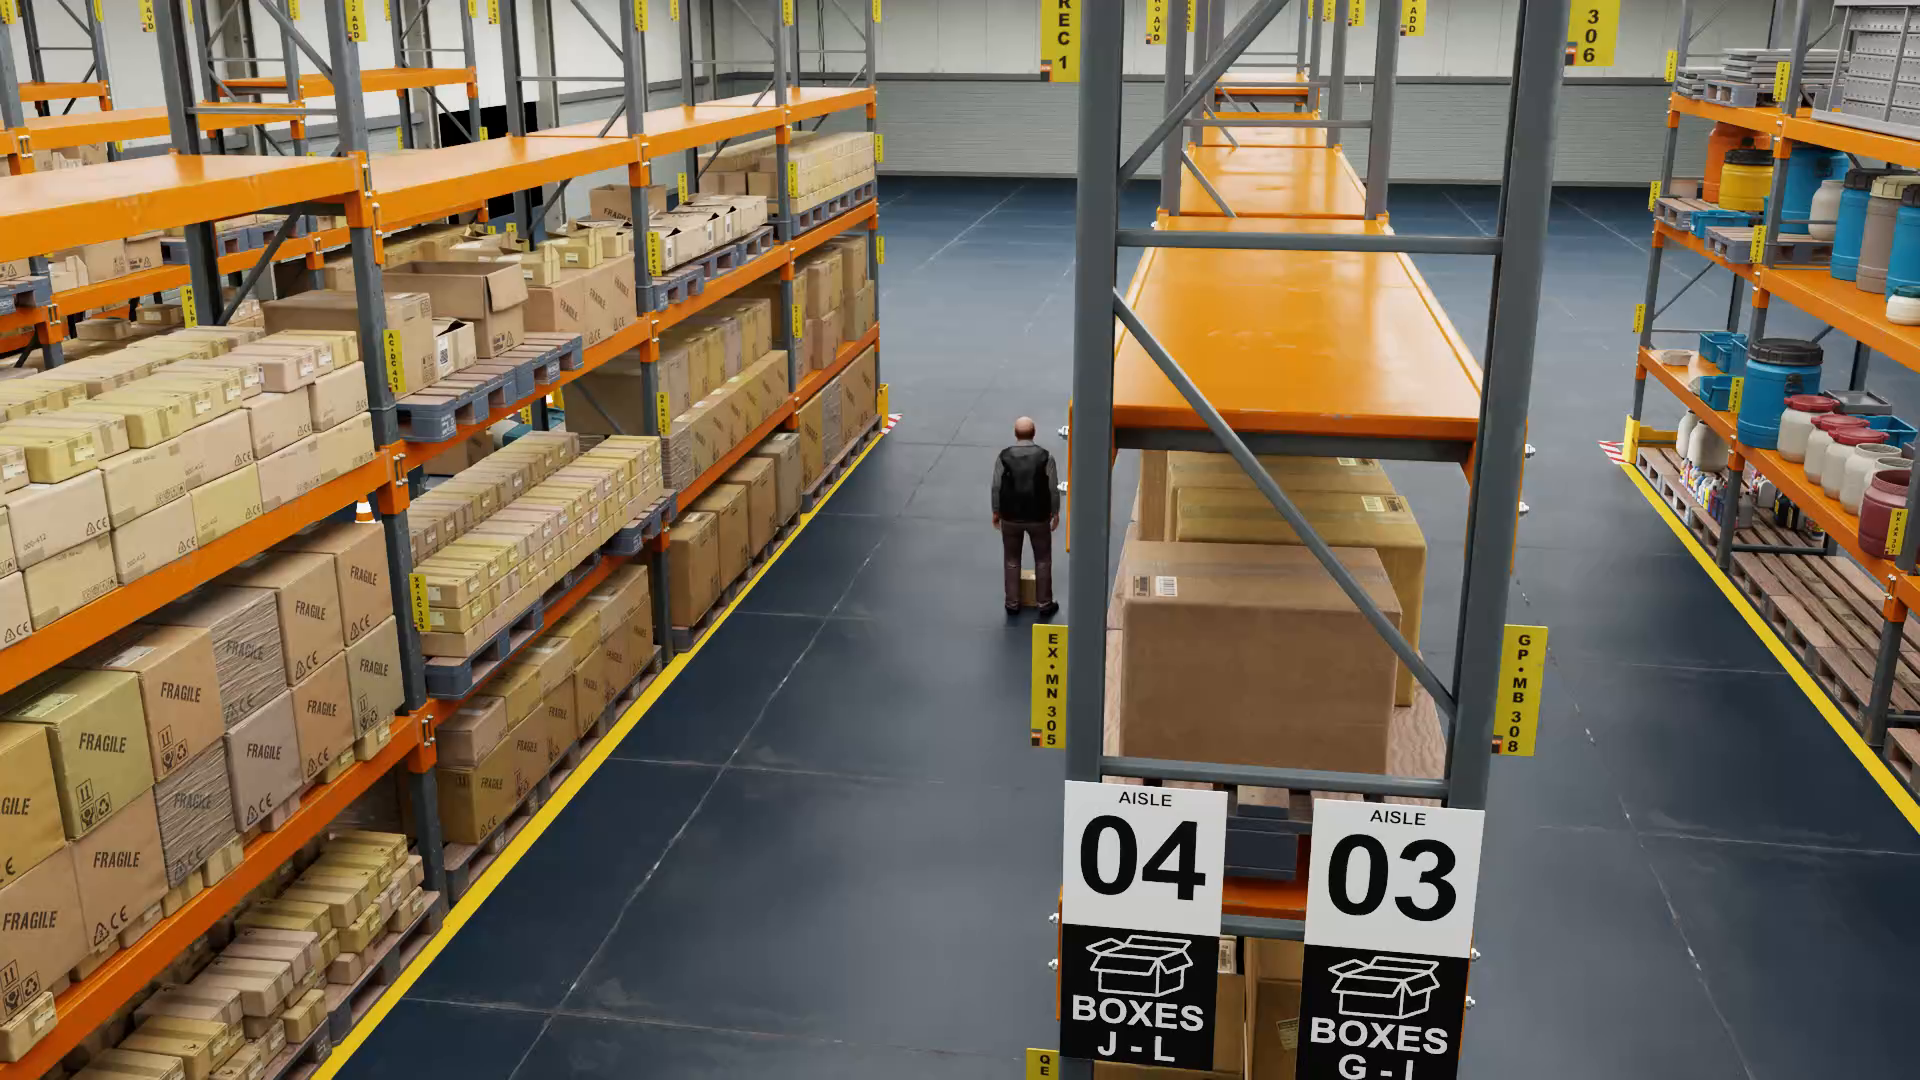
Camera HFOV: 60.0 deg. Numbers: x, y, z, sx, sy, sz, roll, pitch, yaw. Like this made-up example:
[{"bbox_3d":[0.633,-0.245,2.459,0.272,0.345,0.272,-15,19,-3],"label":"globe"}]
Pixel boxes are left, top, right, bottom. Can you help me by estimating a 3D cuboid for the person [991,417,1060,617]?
[{"bbox_3d":[0.559,-0.192,14.176,0.594,1.722,0.414,2,18,6],"label":"person"}]
